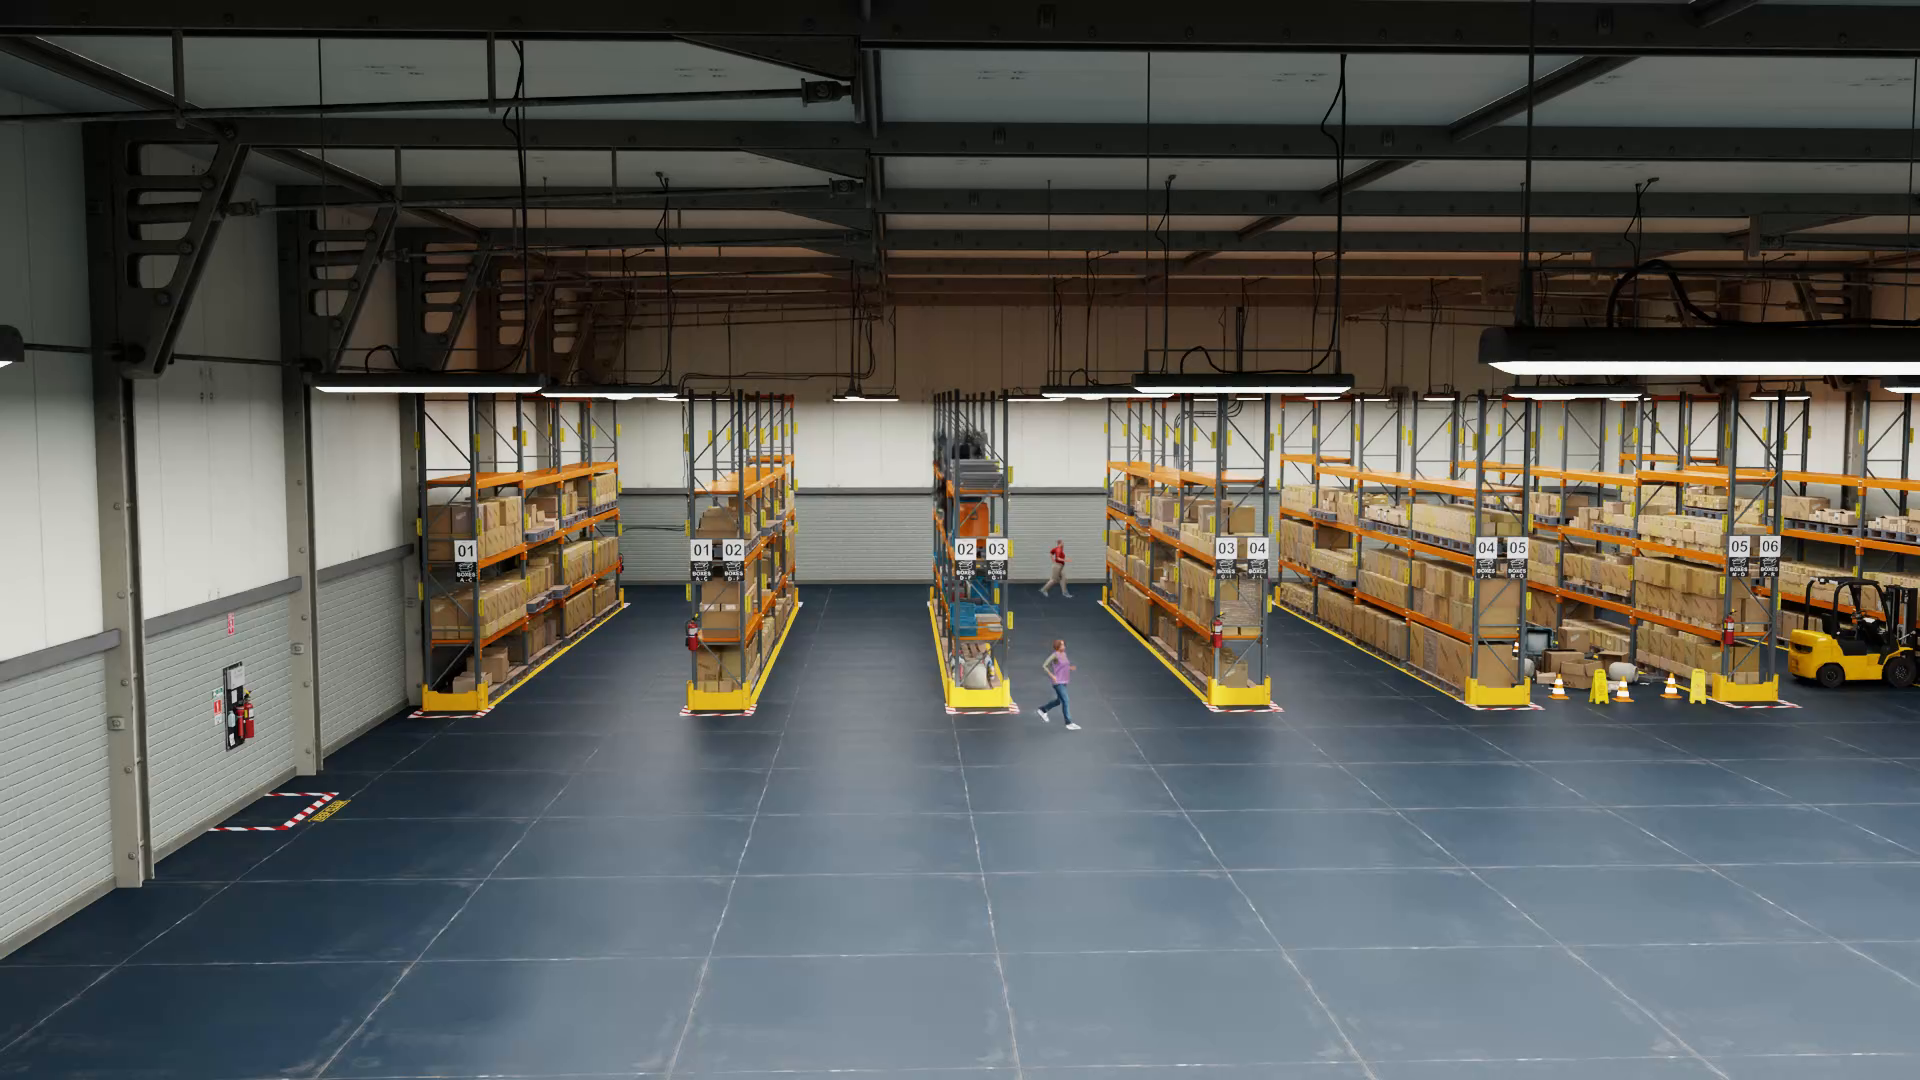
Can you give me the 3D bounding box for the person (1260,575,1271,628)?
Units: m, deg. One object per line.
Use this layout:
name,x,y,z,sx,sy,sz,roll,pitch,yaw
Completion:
person,7.608,1.407,42.296,0.674,1.721,0.569,0,5,-2

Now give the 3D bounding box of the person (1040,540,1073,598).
person,2.857,0.852,49.093,0.981,1.734,0.629,0,5,5

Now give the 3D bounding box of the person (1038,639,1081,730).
person,1.738,2.525,29.311,0.886,1.574,0.541,3,5,30

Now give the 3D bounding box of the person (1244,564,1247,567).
person,7.998,1.181,45.523,0.579,1.615,0.767,0,5,5
